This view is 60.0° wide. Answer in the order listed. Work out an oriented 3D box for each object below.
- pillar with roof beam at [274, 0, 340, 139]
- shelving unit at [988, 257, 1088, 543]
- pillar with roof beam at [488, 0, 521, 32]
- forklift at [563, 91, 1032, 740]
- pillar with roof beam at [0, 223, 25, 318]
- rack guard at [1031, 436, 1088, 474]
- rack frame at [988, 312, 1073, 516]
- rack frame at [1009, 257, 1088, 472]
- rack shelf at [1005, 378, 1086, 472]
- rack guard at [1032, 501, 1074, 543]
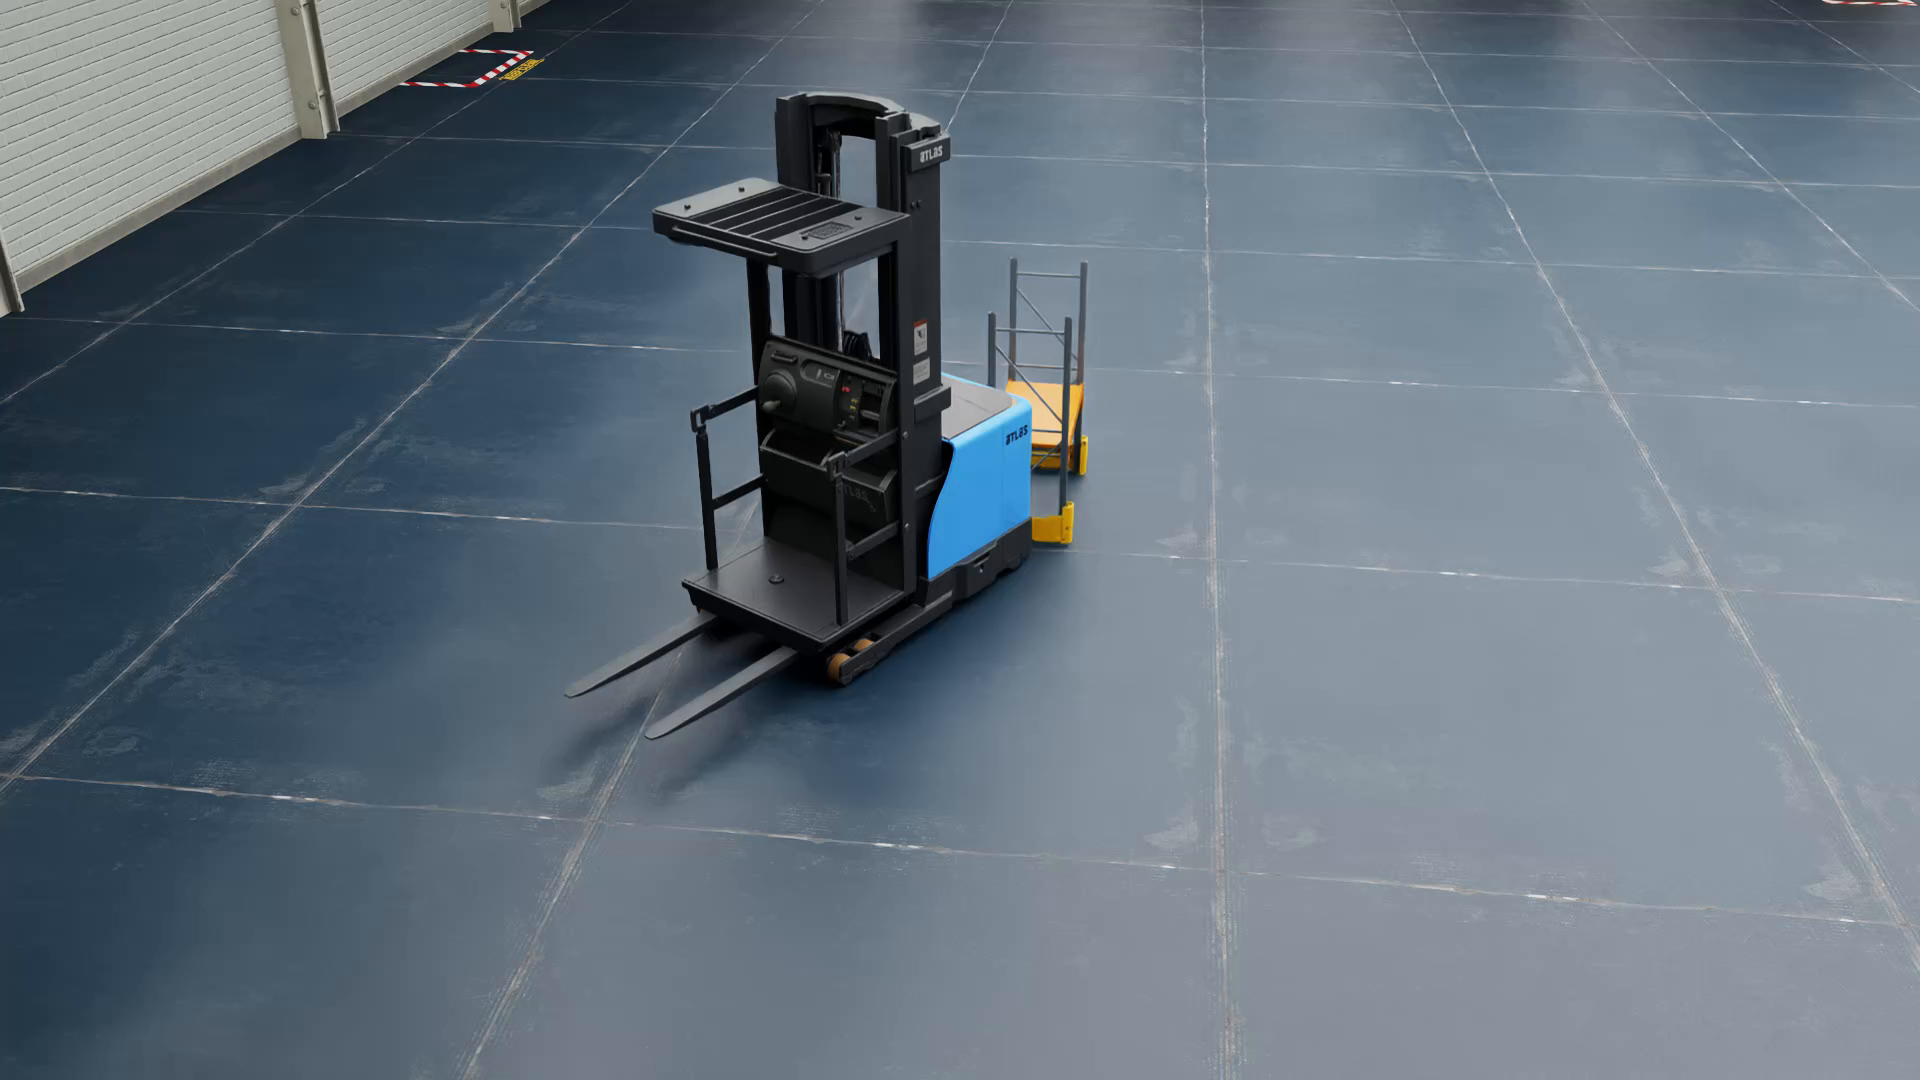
[{"bbox_3d":[-3.148,-8.419,16.682,9.100,9.000,0.400,3,28,6],"label":"pillar with roof beam"},{"bbox_3d":[0.497,-0.916,10.661,0.587,1.500,1.083,4,29,8],"label":"shelving unit"},{"bbox_3d":[-2.413,-11.243,21.924,9.100,9.000,0.400,3,28,6],"label":"pillar with roof beam"},{"bbox_3d":[-0.860,-0.768,8.878,1.130,2.935,3.031,20,34,33],"label":"forklift"},{"bbox_3d":[-3.883,-5.595,11.439,9.100,9.000,0.400,3,28,6],"label":"pillar with roof beam"},{"bbox_3d":[0.575,-0.599,11.390,0.587,0.250,0.087,4,29,8],"label":"rack guard"},{"bbox_3d":[0.417,-0.674,10.211,0.500,1.500,0.032,4,29,8],"label":"rack frame"},{"bbox_3d":[0.575,-1.150,11.095,0.500,1.500,0.032,4,29,8],"label":"rack frame"},{"bbox_3d":[0.496,-0.753,10.738,0.538,0.185,1.000,4,29,8],"label":"rack shelf"},{"bbox_3d":[0.420,-0.132,10.524,0.587,0.250,0.087,4,29,8],"label":"rack guard"}]
